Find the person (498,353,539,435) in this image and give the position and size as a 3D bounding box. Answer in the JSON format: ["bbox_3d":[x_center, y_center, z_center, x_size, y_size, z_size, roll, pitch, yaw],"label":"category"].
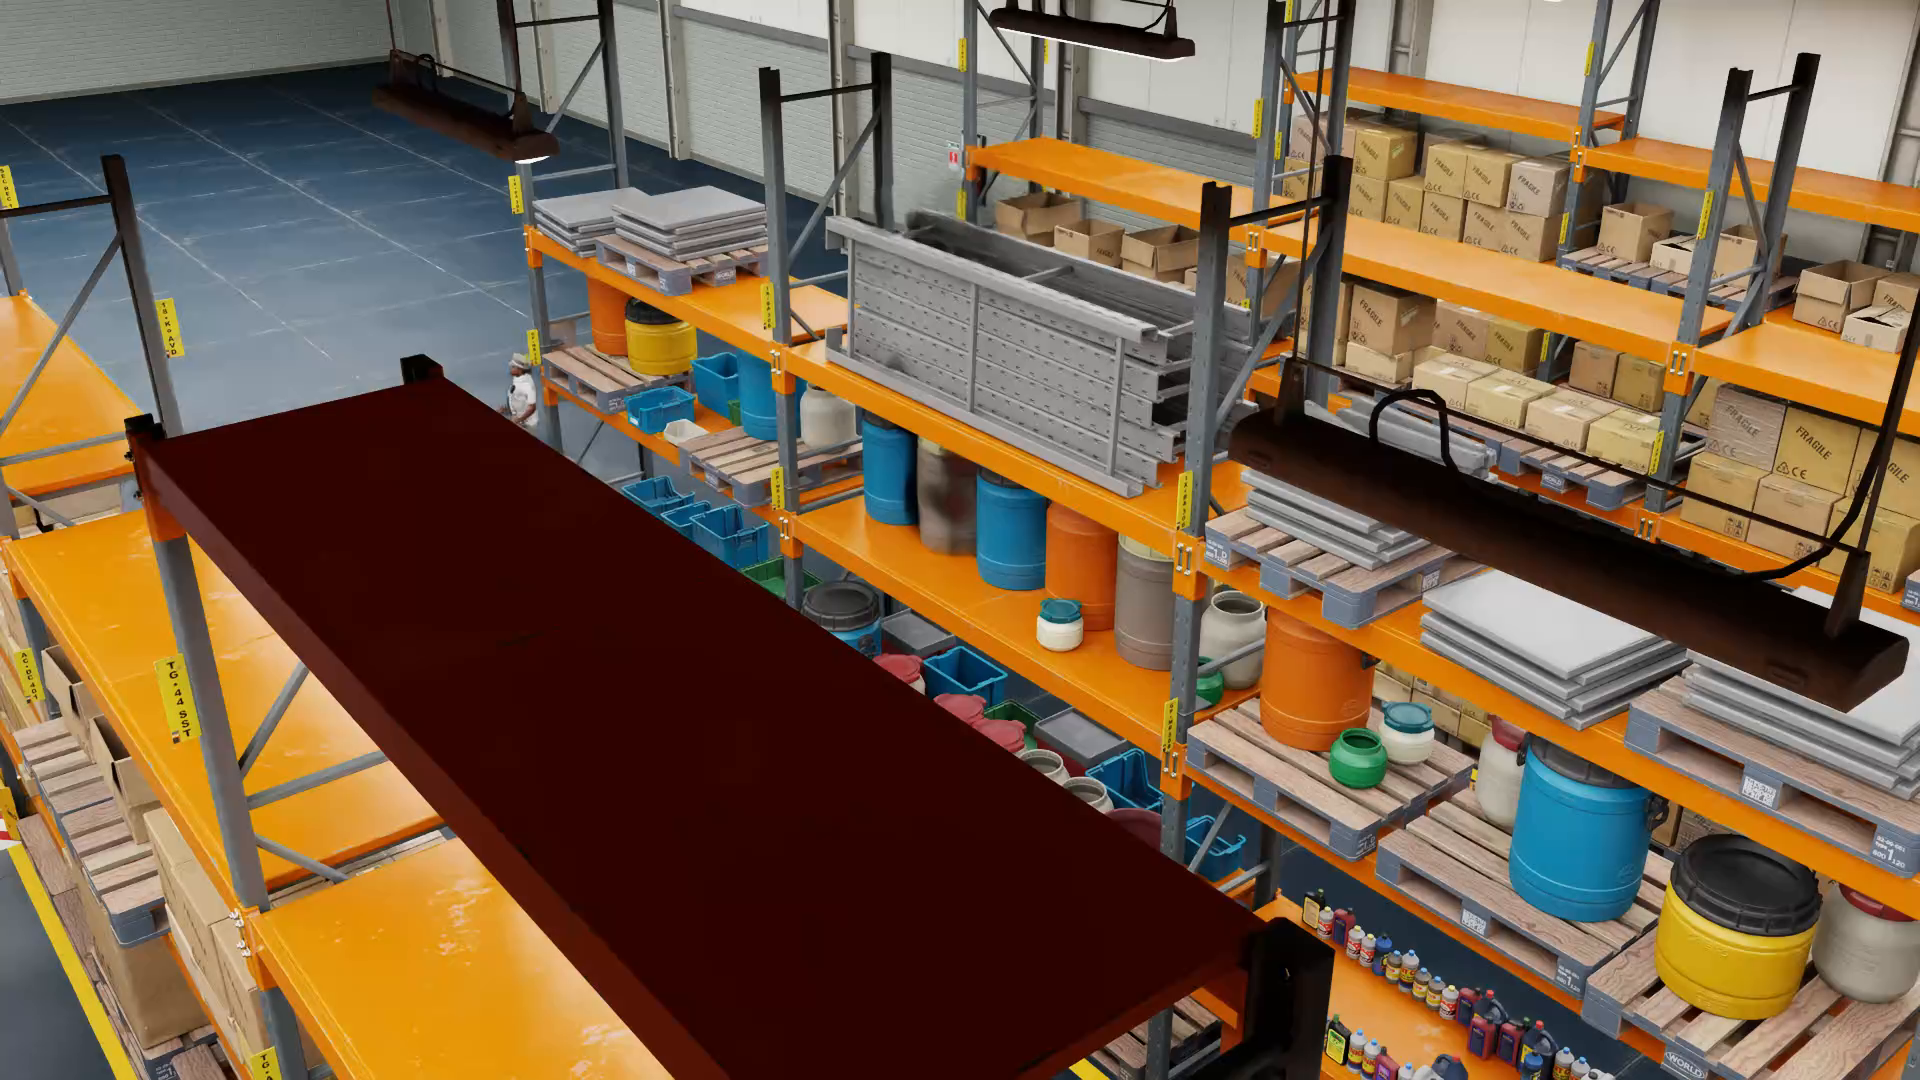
[{"bbox_3d":[-5.035,-1.369,19.194,0.578,1.651,0.572,-6,26,-12],"label":"person"}]
